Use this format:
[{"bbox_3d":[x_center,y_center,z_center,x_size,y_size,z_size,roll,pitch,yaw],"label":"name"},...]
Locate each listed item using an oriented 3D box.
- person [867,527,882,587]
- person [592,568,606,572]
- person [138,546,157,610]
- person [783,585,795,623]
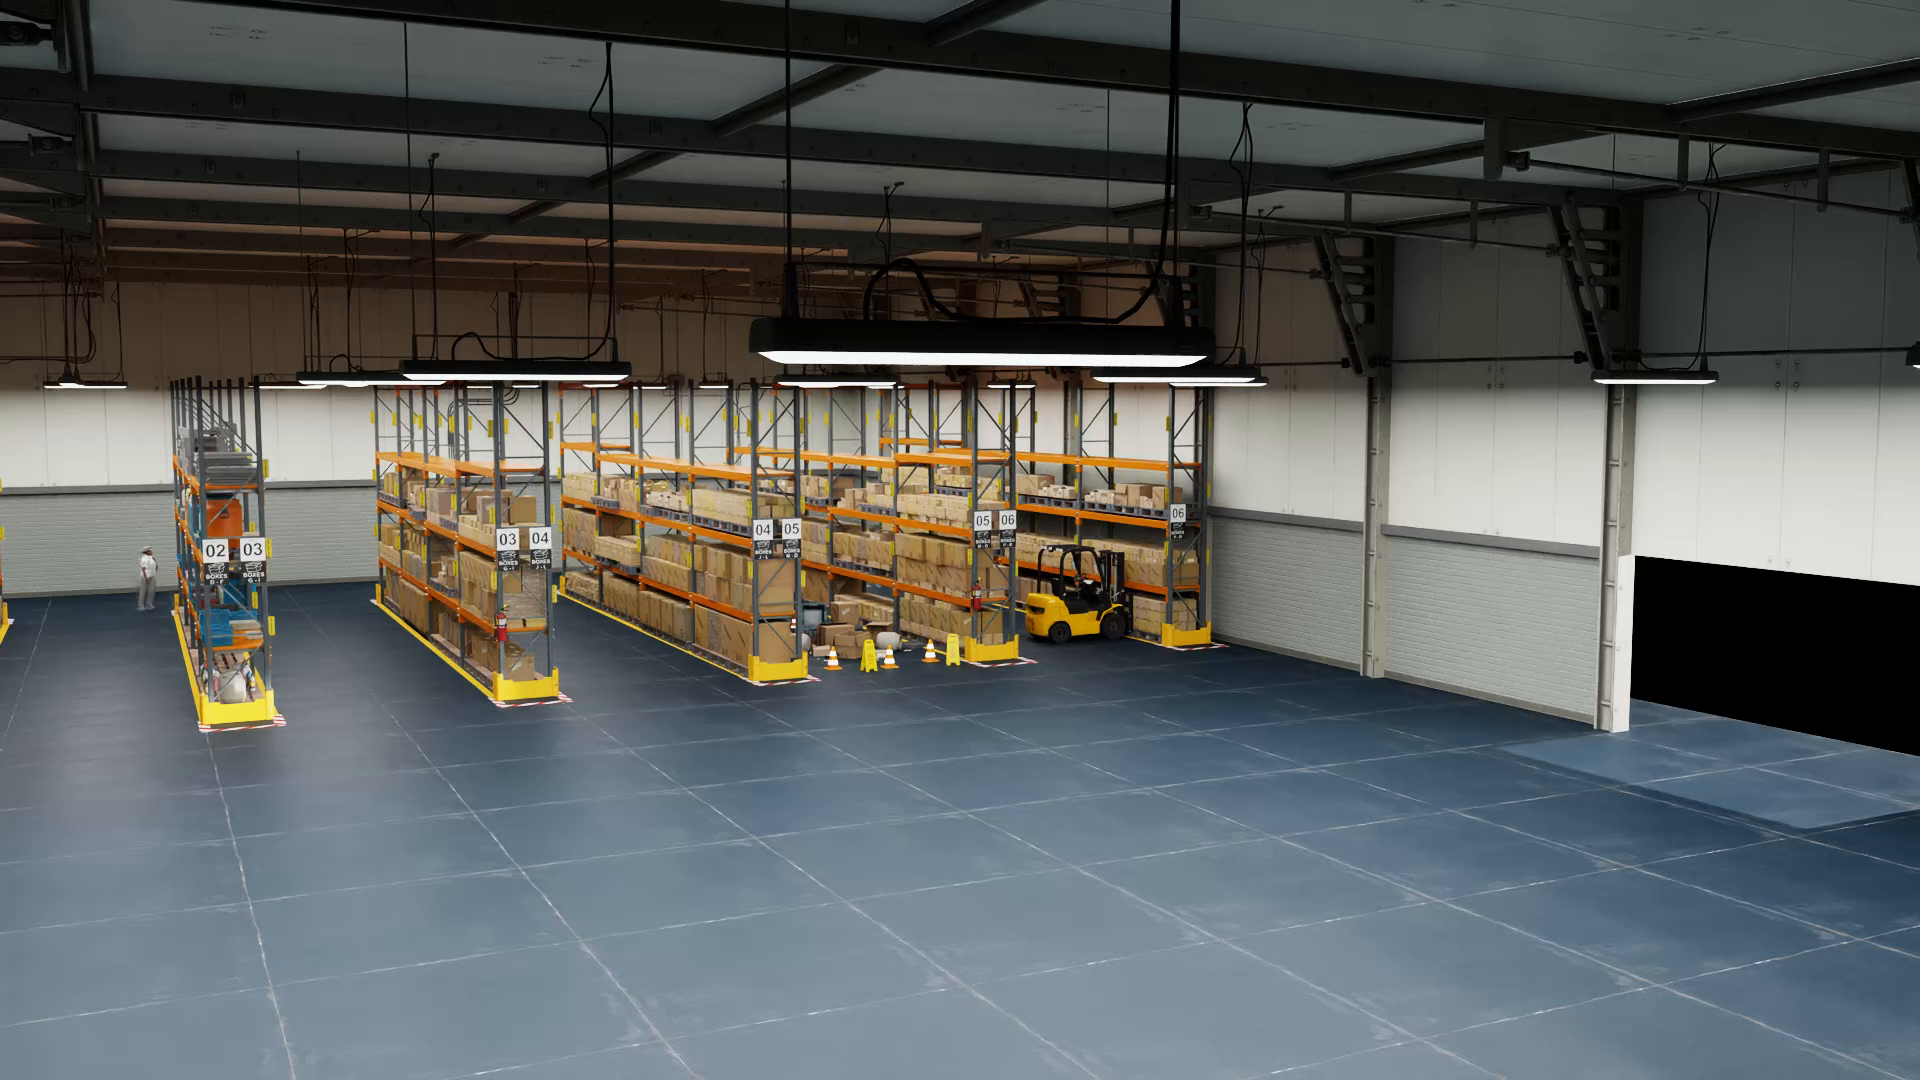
[{"bbox_3d":[-2.407,0.483,46.207,0.516,1.679,0.416,3,6,26],"label":"person"},{"bbox_3d":[-11.057,0.364,51.225,0.528,1.600,0.444,2,5,21],"label":"person"},{"bbox_3d":[-21.381,0.992,43.766,0.411,1.687,0.466,1,5,15],"label":"person"},{"bbox_3d":[-4.247,1.268,41.193,0.371,1.564,0.841,-4,6,-38],"label":"person"}]
